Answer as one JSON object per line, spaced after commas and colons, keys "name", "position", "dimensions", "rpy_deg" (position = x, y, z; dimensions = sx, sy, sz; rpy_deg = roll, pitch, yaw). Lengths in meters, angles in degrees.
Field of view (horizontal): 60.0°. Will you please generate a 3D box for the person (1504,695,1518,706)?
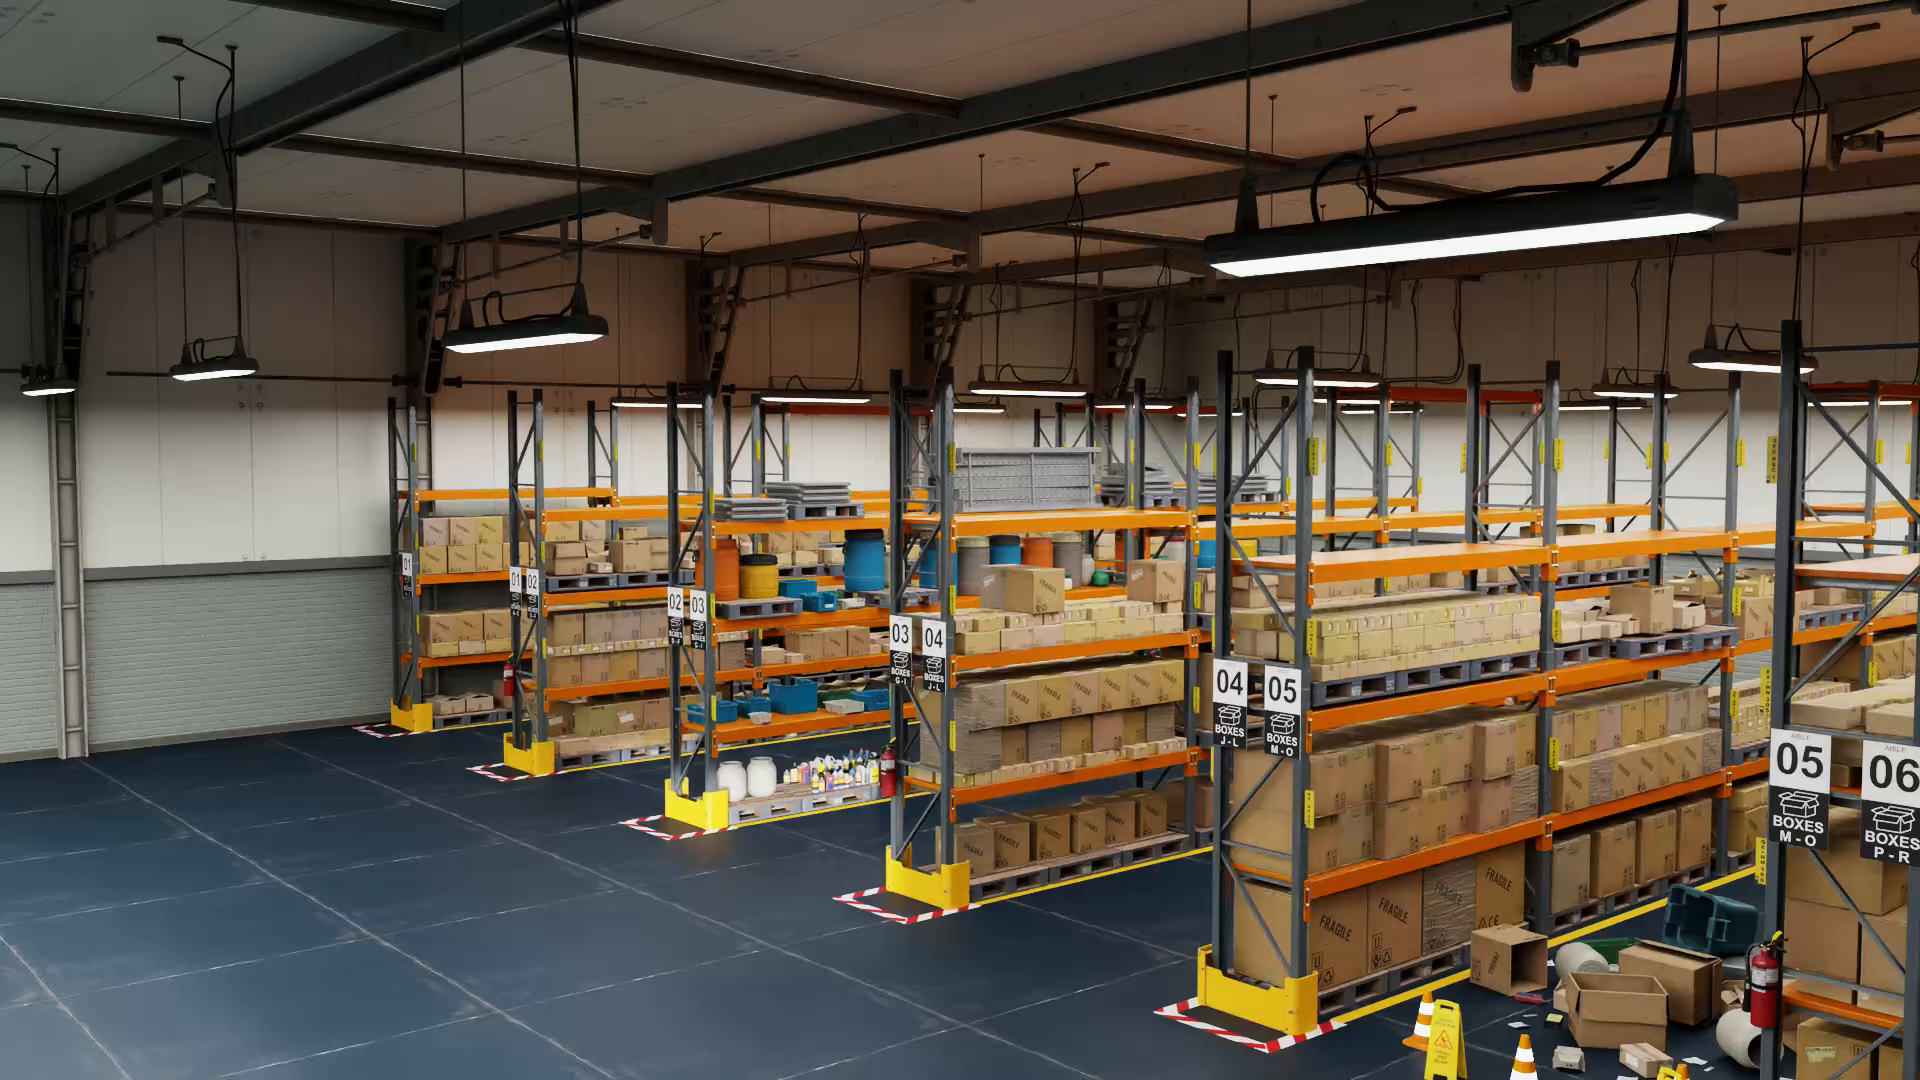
{"name": "person", "position": [7.785, 2.986, 23.519], "dimensions": [0.566, 1.630, 0.582], "rpy_deg": [-3, 4, -40]}
